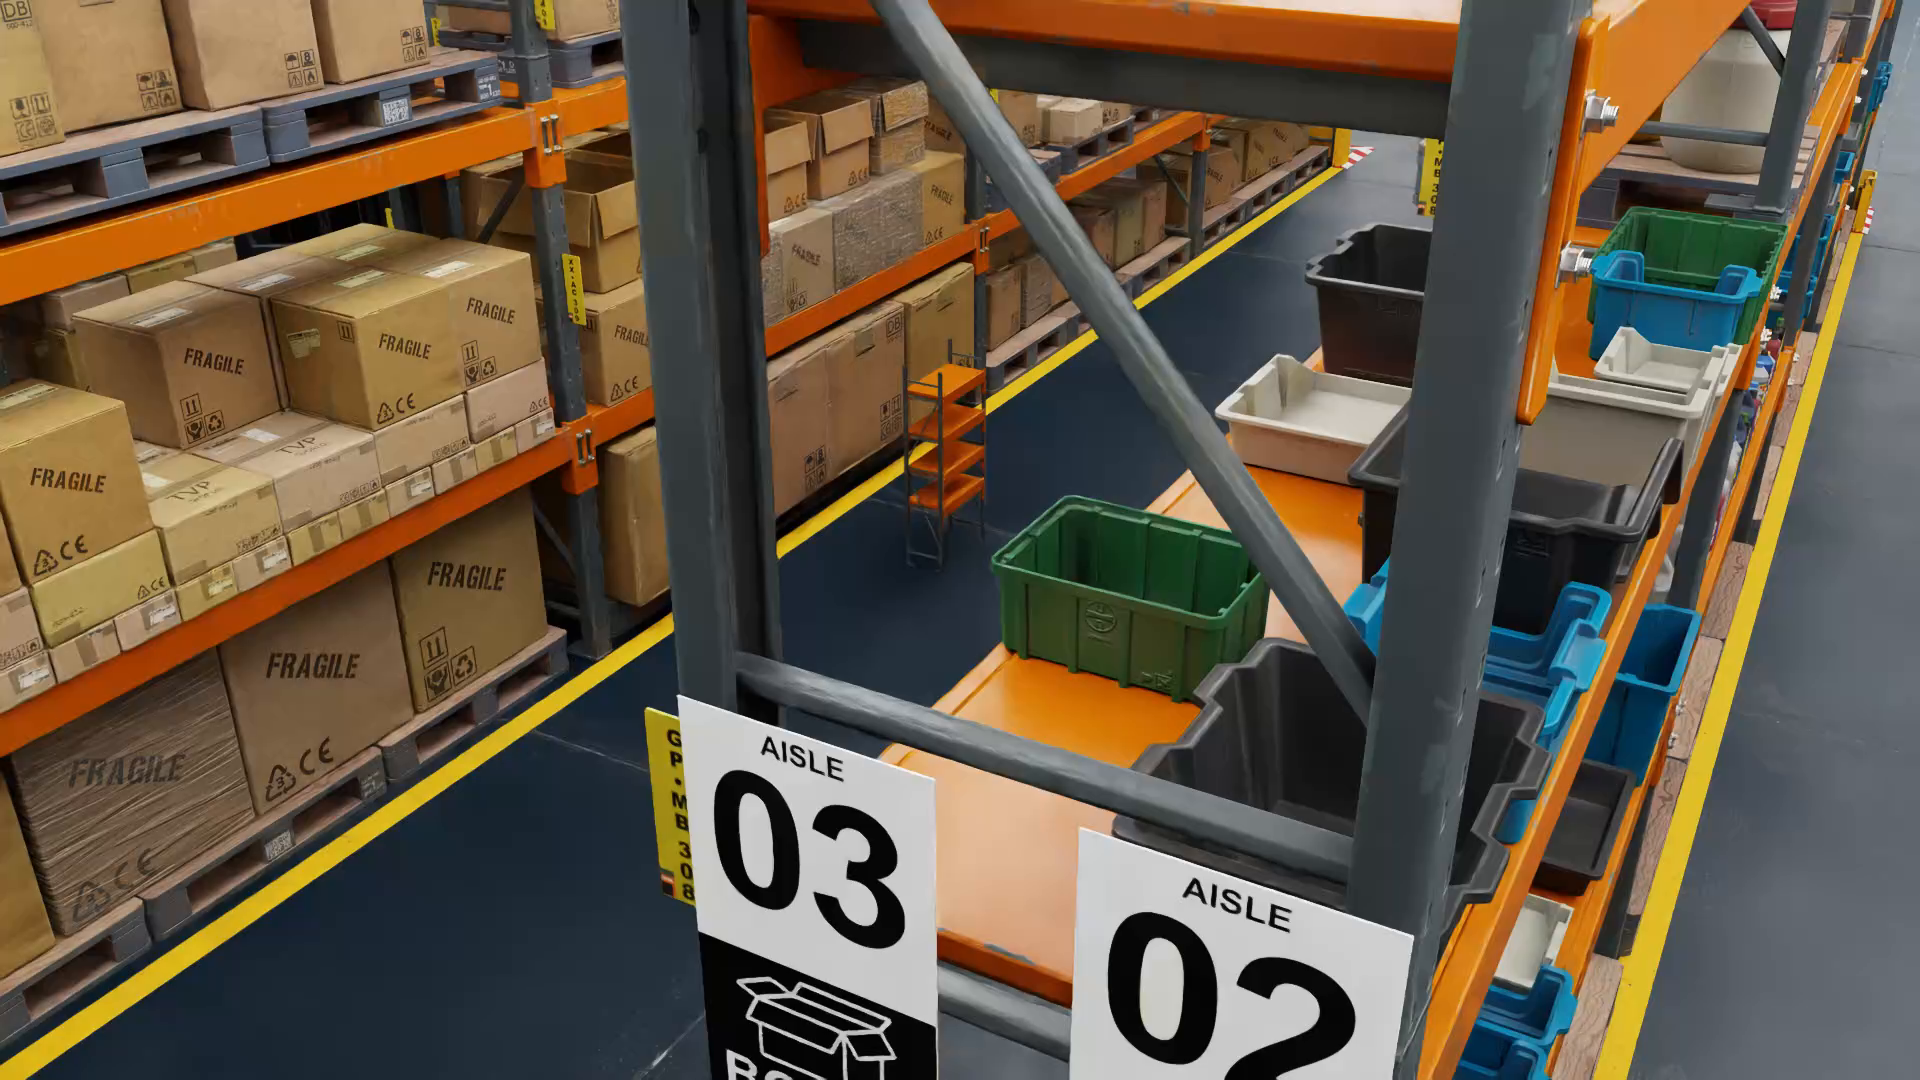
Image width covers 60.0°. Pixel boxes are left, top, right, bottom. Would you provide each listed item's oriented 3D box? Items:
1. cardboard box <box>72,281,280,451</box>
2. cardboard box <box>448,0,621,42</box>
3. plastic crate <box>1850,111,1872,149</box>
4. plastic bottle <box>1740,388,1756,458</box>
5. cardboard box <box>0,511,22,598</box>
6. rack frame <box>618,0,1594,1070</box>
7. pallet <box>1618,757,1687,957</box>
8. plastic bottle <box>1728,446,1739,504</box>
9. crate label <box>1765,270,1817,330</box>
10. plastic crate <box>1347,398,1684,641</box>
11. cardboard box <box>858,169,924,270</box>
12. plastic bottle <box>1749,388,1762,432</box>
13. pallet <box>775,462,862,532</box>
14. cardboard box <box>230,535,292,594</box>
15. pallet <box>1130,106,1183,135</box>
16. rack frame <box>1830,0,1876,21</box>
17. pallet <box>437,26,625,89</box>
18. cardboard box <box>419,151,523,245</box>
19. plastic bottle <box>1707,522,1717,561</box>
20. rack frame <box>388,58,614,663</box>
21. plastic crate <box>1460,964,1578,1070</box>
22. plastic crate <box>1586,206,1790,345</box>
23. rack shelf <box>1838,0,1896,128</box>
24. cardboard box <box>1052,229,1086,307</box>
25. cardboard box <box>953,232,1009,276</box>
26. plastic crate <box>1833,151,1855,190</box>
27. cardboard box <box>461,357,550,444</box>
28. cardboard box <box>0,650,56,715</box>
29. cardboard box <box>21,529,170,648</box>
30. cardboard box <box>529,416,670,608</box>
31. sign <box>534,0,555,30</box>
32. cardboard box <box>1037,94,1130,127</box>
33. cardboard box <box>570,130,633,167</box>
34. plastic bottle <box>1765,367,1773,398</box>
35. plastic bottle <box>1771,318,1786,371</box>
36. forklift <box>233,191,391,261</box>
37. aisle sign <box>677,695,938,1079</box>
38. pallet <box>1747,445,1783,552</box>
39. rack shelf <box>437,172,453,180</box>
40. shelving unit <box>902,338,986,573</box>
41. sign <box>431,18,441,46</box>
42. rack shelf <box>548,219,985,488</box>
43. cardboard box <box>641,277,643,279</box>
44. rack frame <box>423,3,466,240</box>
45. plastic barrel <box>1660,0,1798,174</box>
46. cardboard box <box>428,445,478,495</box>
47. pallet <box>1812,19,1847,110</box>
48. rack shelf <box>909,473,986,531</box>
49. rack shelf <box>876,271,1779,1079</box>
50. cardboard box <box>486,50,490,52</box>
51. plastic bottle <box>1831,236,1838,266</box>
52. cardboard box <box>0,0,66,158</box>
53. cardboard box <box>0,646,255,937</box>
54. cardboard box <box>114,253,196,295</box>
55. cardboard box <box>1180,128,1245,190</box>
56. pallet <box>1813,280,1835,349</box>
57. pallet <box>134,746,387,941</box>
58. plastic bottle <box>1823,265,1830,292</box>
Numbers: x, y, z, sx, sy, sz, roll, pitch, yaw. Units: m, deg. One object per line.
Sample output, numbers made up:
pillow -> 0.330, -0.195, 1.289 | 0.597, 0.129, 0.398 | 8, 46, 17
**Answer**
cardboard box -> -3.215, -0.726, 6.847 | 0.500, 0.500, 0.500 | 13, 29, 25
cardboard box -> -1.979, -2.651, 7.763 | 0.700, 0.500, 0.500 | 15, 30, 27
plastic crate -> 6.905, -3.248, 13.125 | 0.450, 0.188, 0.662 | 14, 30, 26
plastic bottle -> 3.519, -0.545, 7.544 | 0.144, 0.351, 0.185 | 14, 30, 26
cardboard box -> -3.507, -0.014, 5.424 | 0.500, 0.500, 0.500 | 13, 30, 25
rack frame -> 0.088, -0.882, 1.459 | 1.000, 3.000, 0.127 | 14, 30, 26
pallet -> 2.472, 1.197, 7.123 | 1.003, 0.211, 1.213 | 14, 30, 26
plastic bottle -> 3.266, -0.288, 7.118 | 0.097, 0.271, 0.097 | 0, 27, 0
crate label -> 4.557, -1.324, 9.231 | 0.303, 0.233, 0.416 | 14, 30, 26
plastic crate -> 1.079, -0.048, 3.213 | 0.504, 0.338, 0.767 | 14, 30, 26
cardboard box -> -0.566, -2.013, 10.308 | 0.500, 0.500, 0.500 | 14, 30, 26
plastic bottle -> 3.723, -0.618, 7.856 | 0.097, 0.201, 0.097 | 0, 27, 0
pallet -> -1.343, -0.397, 10.307 | 1.003, 0.211, 1.213 | 14, 30, 26
cardboard box -> -2.879, 0.054, 6.572 | 0.380, 0.149, 0.250 | 15, 30, 27
pallet -> 1.177, -3.615, 13.835 | 1.003, 0.211, 1.213 | 14, 30, 26
rack frame -> 4.024, -4.000, 7.688 | 1.000, 3.000, 0.127 | 14, 30, 26
pallet -> -1.848, -2.473, 8.202 | 0.805, 0.209, 1.217 | 13, 29, 24
cardboard box -> -4.179, -2.939, 14.314 | 1.050, 0.750, 0.750 | 14, 30, 25
plastic bottle -> 2.972, -0.024, 6.668 | 0.097, 0.201, 0.097 | 0, 27, 0
rack frame -> -2.256, -0.849, 8.095 | 1.000, 3.000, 0.127 | 14, 30, 26
plastic crate -> 1.292, 1.195, 4.132 | 0.416, 0.233, 0.300 | 14, 30, 26
plastic crate -> 2.111, -0.773, 4.830 | 0.450, 0.188, 0.662 | 14, 30, 26
rack shelf -> 5.008, -3.116, 10.077 | 1.077, 0.370, 4.000 | 14, 30, 26
cardboard box -> 0.559, -2.194, 13.083 | 0.700, 0.500, 0.500 | 17, 31, 30
cardboard box -> 0.015, -2.090, 12.037 | 0.500, 0.250, 0.500 | 16, 31, 28
plastic crate -> 5.720, -2.371, 11.153 | 0.392, 0.384, 0.575 | 14, 30, 26
cardboard box -> -2.245, -0.685, 7.603 | 0.500, 0.250, 0.500 | 14, 30, 25
cardboard box -> -3.384, 0.454, 5.772 | 0.380, 0.149, 0.250 | 14, 30, 25
cardboard box -> -3.252, 0.117, 6.000 | 0.500, 0.250, 0.500 | 13, 29, 24
cardboard box -> -1.959, -0.341, 8.984 | 1.225, 0.875, 0.875 | 14, 30, 26
sign -> -1.772, -2.335, 7.047 | 0.100, 0.325, 0.005 | 14, 30, 26
cardboard box -> 0.907, -3.505, 12.816 | 0.797, 0.503, 0.637 | 18, 32, 31
cardboard box -> -1.601, -1.858, 8.878 | 0.797, 0.503, 0.637 | 15, 30, 27
plastic bottle -> 3.962, -0.808, 8.235 | 0.097, 0.201, 0.097 | 0, 27, 0
plastic bottle -> 4.196, -1.013, 8.554 | 0.061, 0.283, 0.133 | 14, 30, 26
forklift -> -4.256, -2.254, 10.979 | 1.130, 2.935, 3.031 | -12, 29, -22
aisle sign -> -0.202, 0.602, 2.293 | 0.394, 0.787, 0.004 | 14, 30, 26
pallet -> 4.439, -0.364, 10.241 | 1.003, 0.211, 1.213 | 14, 30, 26
rack shelf -> -5.541, -2.438, 12.074 | 1.077, 0.370, 4.000 | 14, 30, 26
shelving unit -> -0.081, -0.472, 9.353 | 0.258, 1.200, 0.503 | 14, 30, 26
sign -> -4.080, -3.906, 12.997 | 0.100, 0.325, 0.005 | 14, 30, 26
rack shelf -> -1.272, -1.307, 9.813 | 1.077, 0.370, 4.000 | 14, 30, 26
cardboard box -> -1.566, -1.214, 8.713 | 0.500, 0.500, 0.500 | 14, 30, 26
rack frame -> -4.557, -3.540, 13.470 | 1.000, 3.000, 0.127 | 14, 30, 26
plastic barrel -> 2.533, -1.498, 5.420 | 0.433, 0.535, 0.433 | 0, 27, 0
cardboard box -> -2.374, -0.345, 7.370 | 0.380, 0.149, 0.250 | 14, 30, 25
pallet -> 3.562, -2.298, 7.849 | 1.003, 0.211, 1.213 | 14, 30, 26
rack shelf -> -0.081, -0.234, 9.472 | 0.258, 0.148, 0.480 | 14, 30, 26
rack shelf -> 1.072, 0.001, 3.849 | 1.077, 0.370, 4.000 | 14, 30, 26
cardboard box -> -4.080, -4.402, 13.963 | 0.700, 0.500, 0.500 | 14, 30, 25
plastic bottle -> 7.143, -2.423, 13.708 | 0.144, 0.351, 0.185 | 16, 31, 28
cardboard box -> -3.421, -1.528, 5.408 | 0.700, 0.500, 0.500 | 12, 29, 23
cardboard box -> -3.531, 0.850, 6.605 | 0.875, 0.875, 0.875 | 14, 30, 26
cardboard box -> -5.671, -1.824, 11.528 | 0.500, 0.250, 0.500 | 15, 30, 27
cardboard box -> 2.423, -3.668, 16.050 | 0.500, 0.500, 0.500 | 11, 29, 22
pallet -> 6.358, -1.882, 13.273 | 1.003, 0.211, 1.213 | 14, 30, 26
pallet -> -3.297, 1.154, 7.208 | 1.003, 0.211, 1.213 | 14, 30, 26
plastic bottle -> 6.750, -2.112, 13.085 | 0.144, 0.351, 0.185 | 15, 30, 27
